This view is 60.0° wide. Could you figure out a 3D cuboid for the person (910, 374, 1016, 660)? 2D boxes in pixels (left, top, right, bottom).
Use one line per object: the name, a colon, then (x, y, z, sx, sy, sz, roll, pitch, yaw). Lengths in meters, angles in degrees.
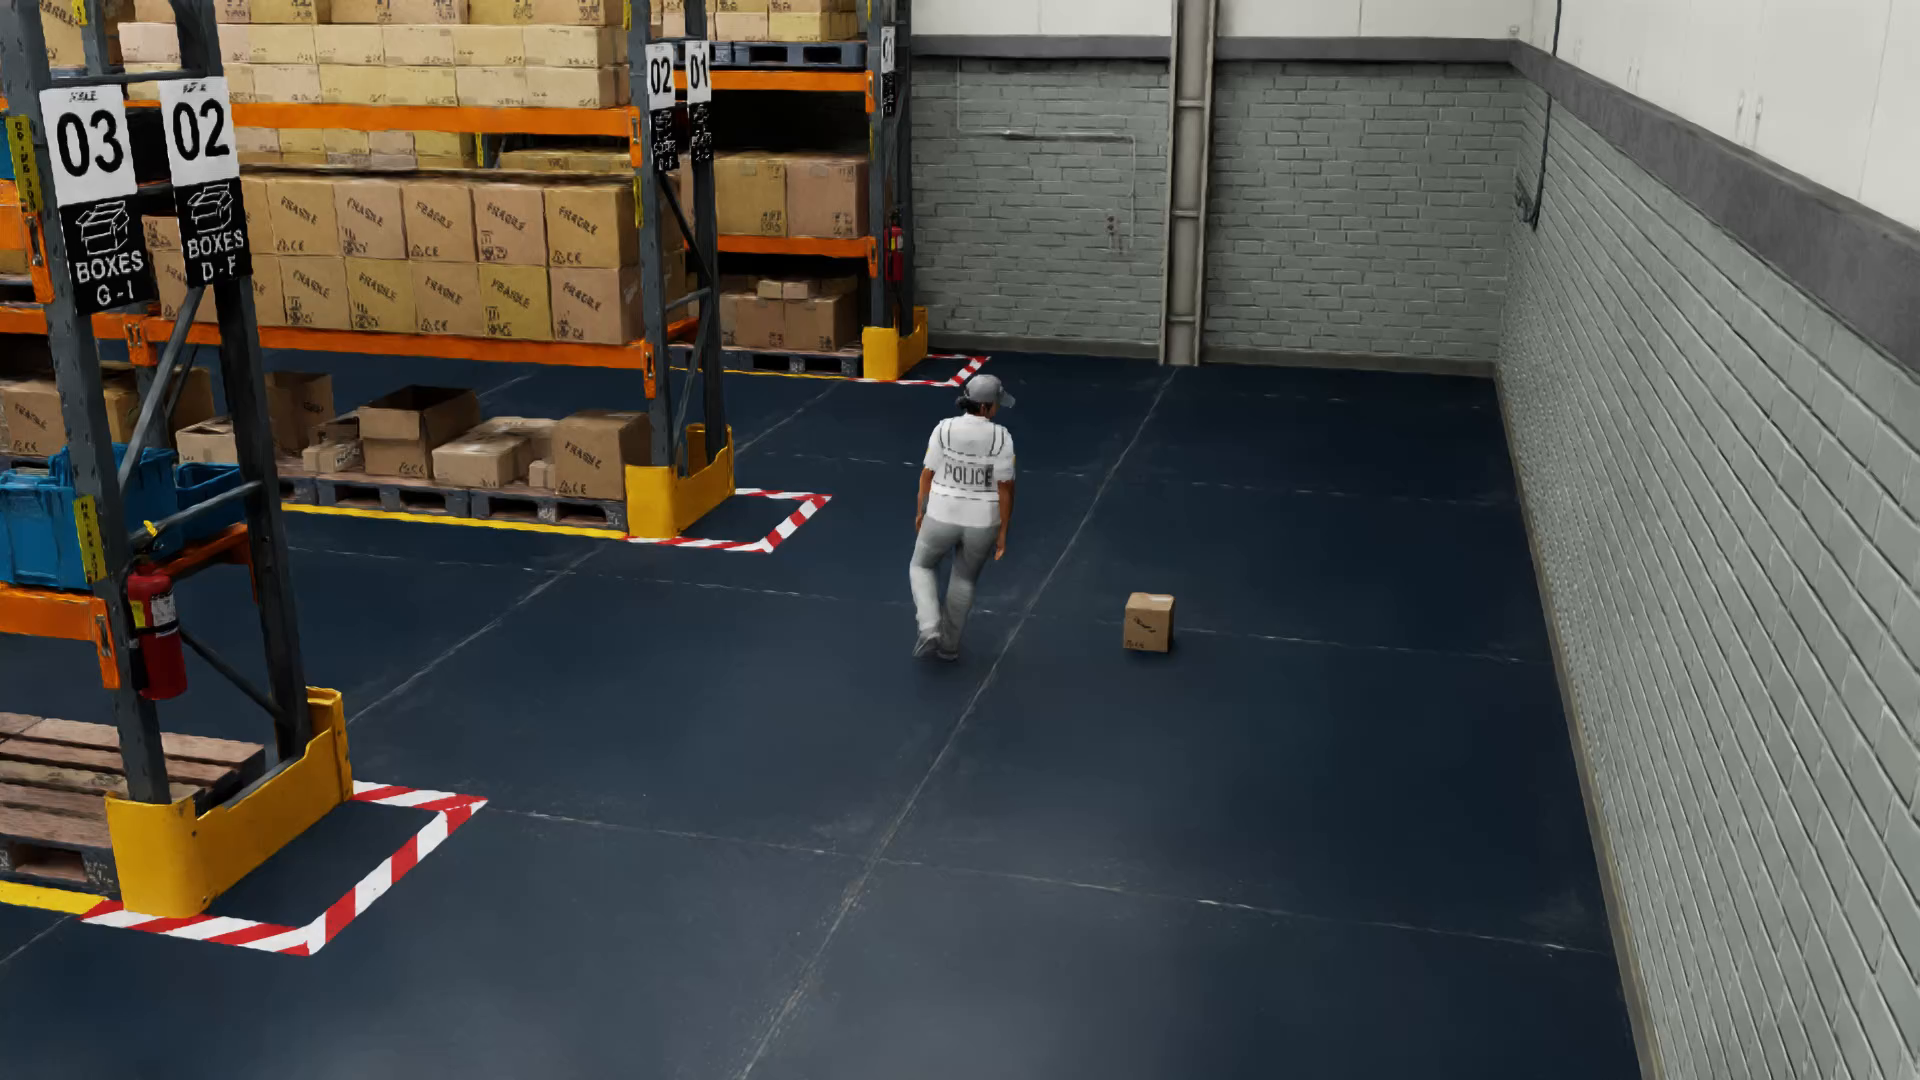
person: (0.010, -0.105, 8.926, 0.561, 1.626, 0.548, -1, 18, -2)
